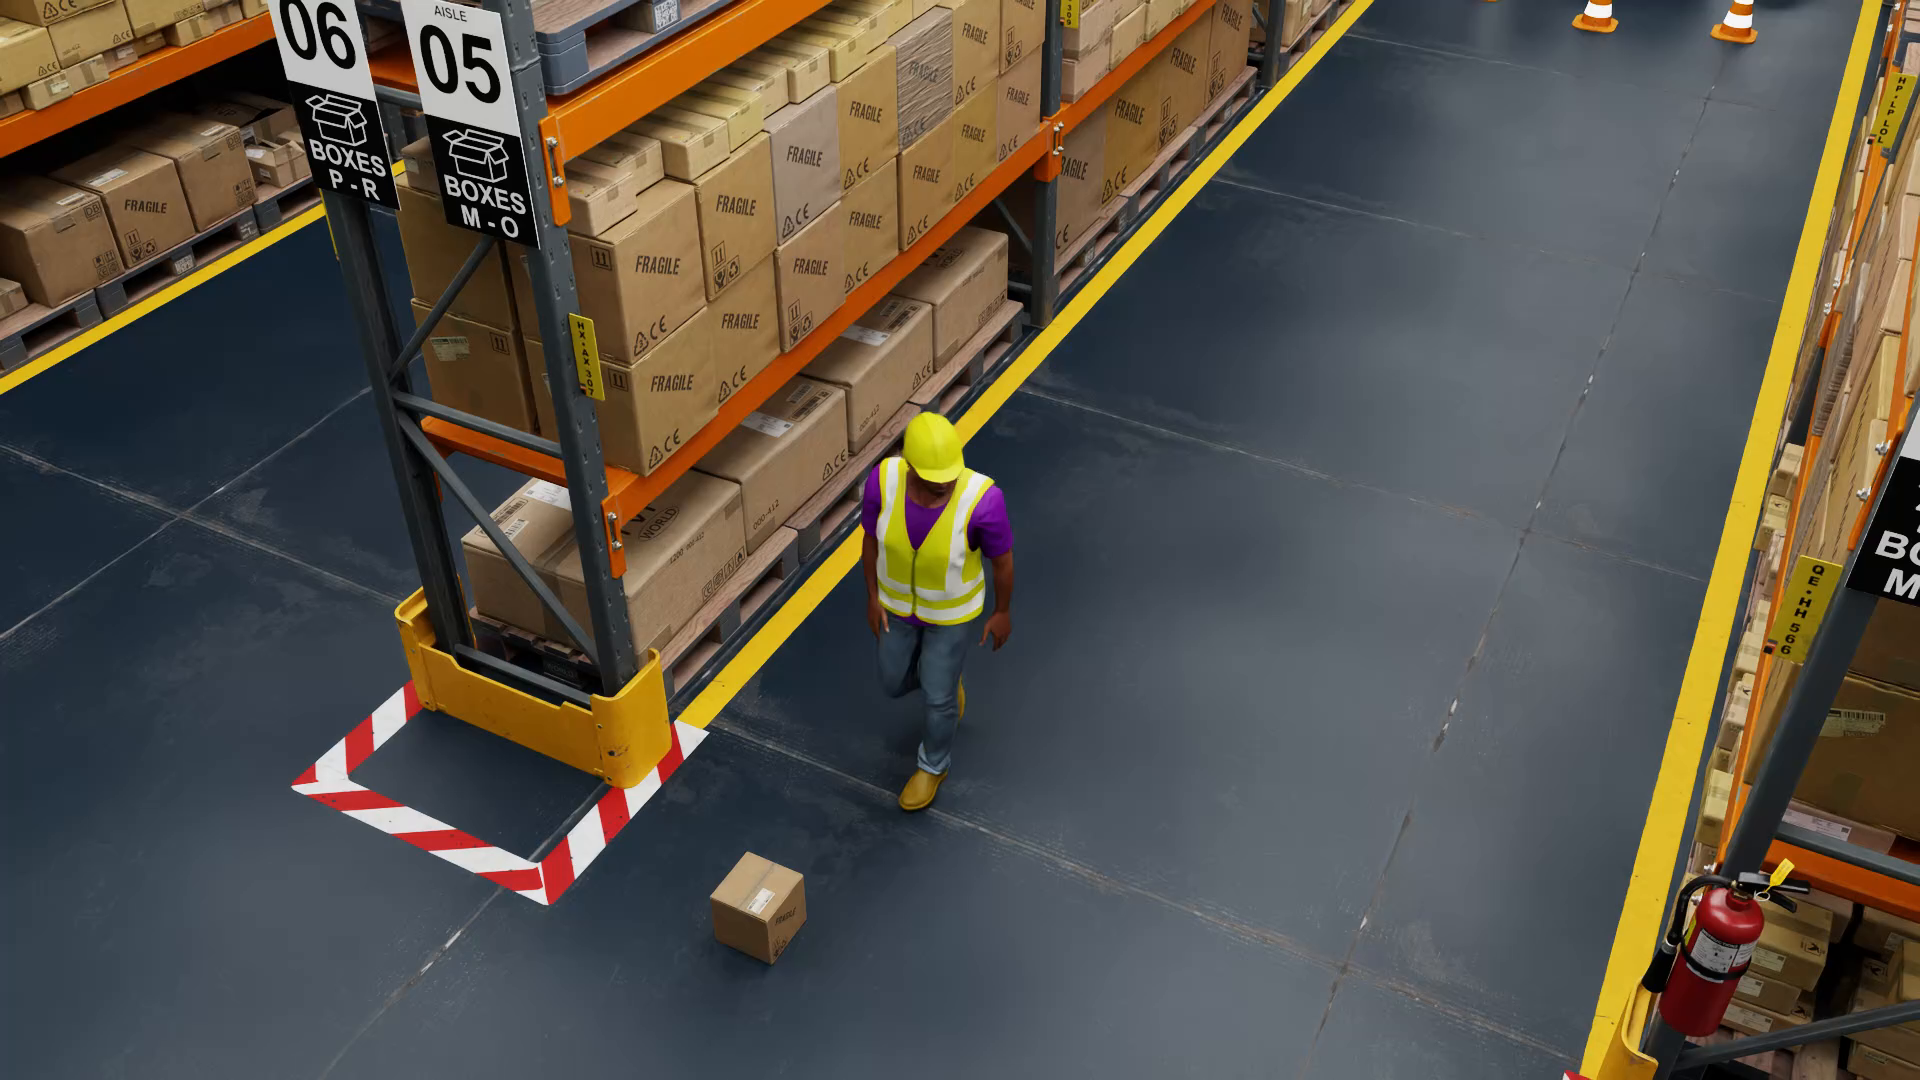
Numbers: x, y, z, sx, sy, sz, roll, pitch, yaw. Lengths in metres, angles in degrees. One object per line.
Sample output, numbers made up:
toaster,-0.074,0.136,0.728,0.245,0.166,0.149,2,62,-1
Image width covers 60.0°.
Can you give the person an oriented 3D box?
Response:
person,-0.084,0.220,6.429,0.586,1.763,0.693,14,40,18
